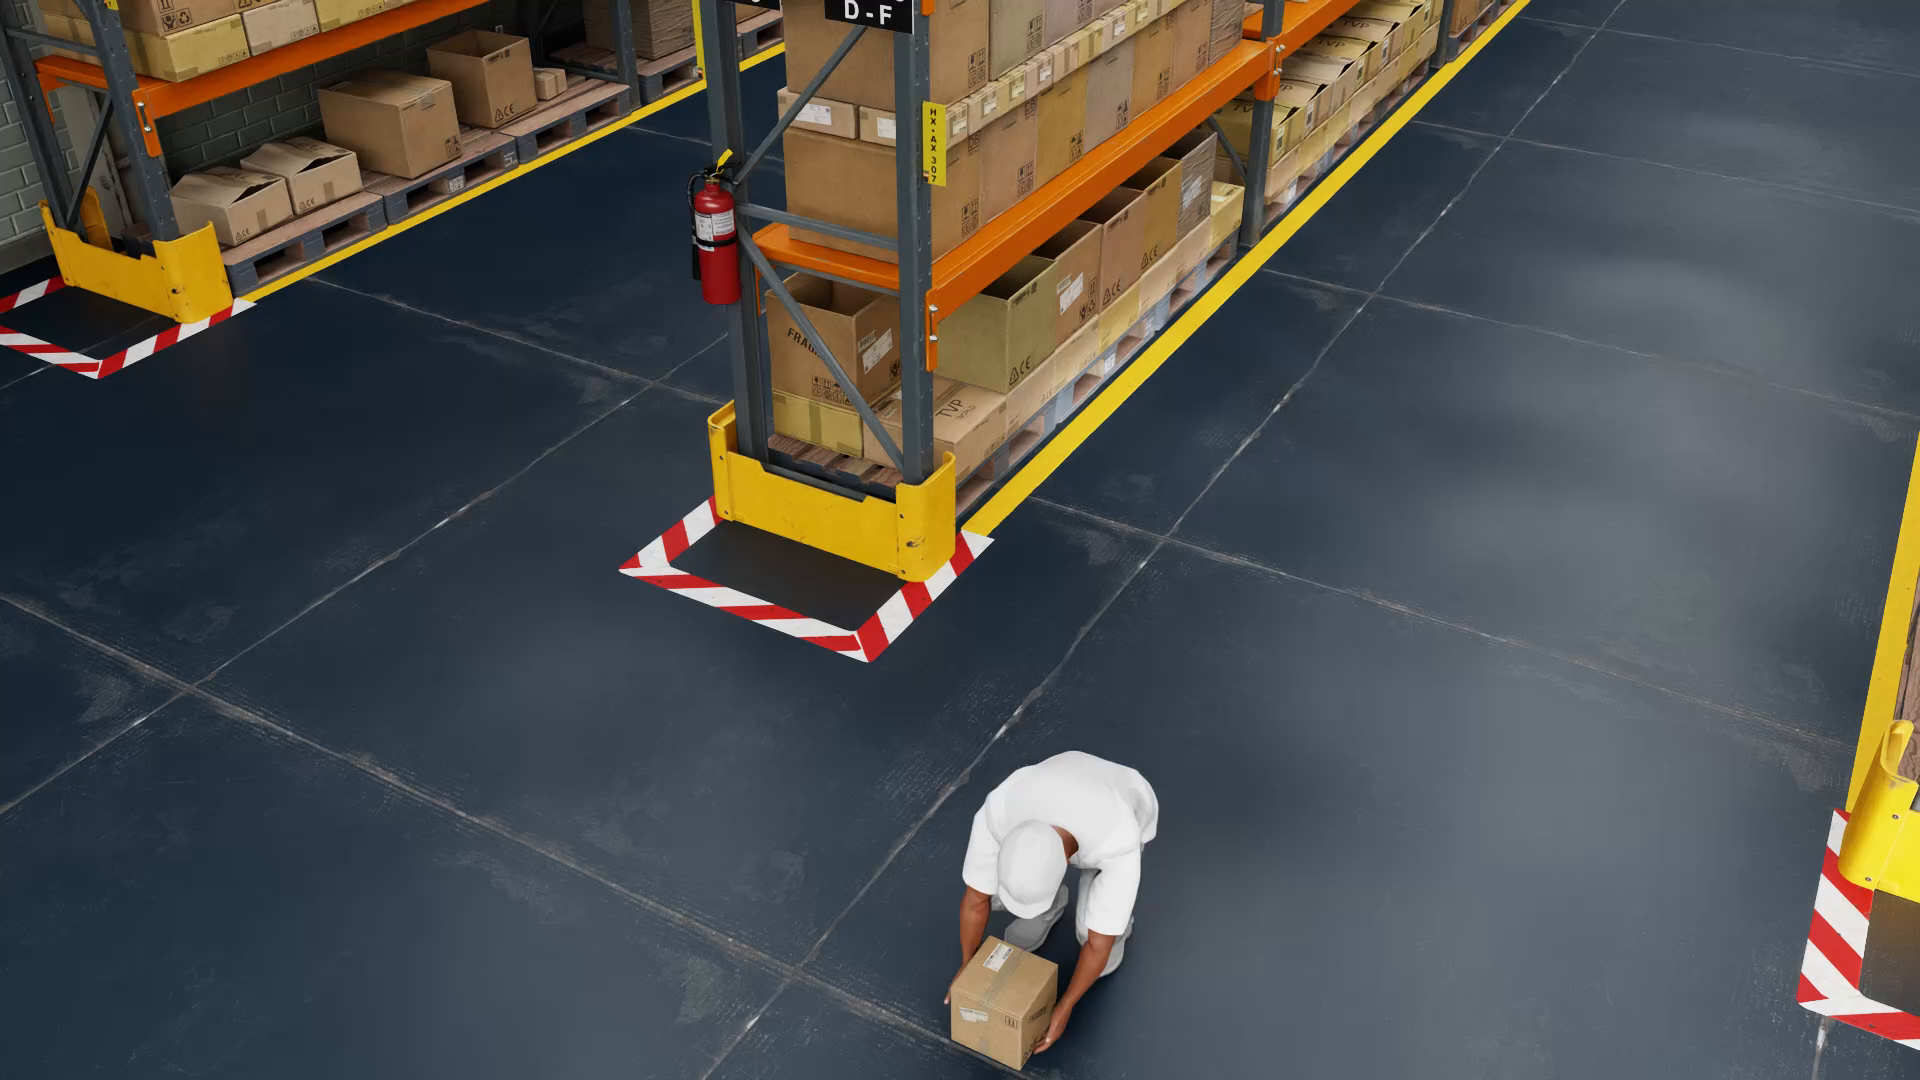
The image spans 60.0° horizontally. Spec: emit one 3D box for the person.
[{"bbox_3d":[0.349,1.054,5.335,0.563,0.903,0.896,18,38,24],"label":"person"}]
